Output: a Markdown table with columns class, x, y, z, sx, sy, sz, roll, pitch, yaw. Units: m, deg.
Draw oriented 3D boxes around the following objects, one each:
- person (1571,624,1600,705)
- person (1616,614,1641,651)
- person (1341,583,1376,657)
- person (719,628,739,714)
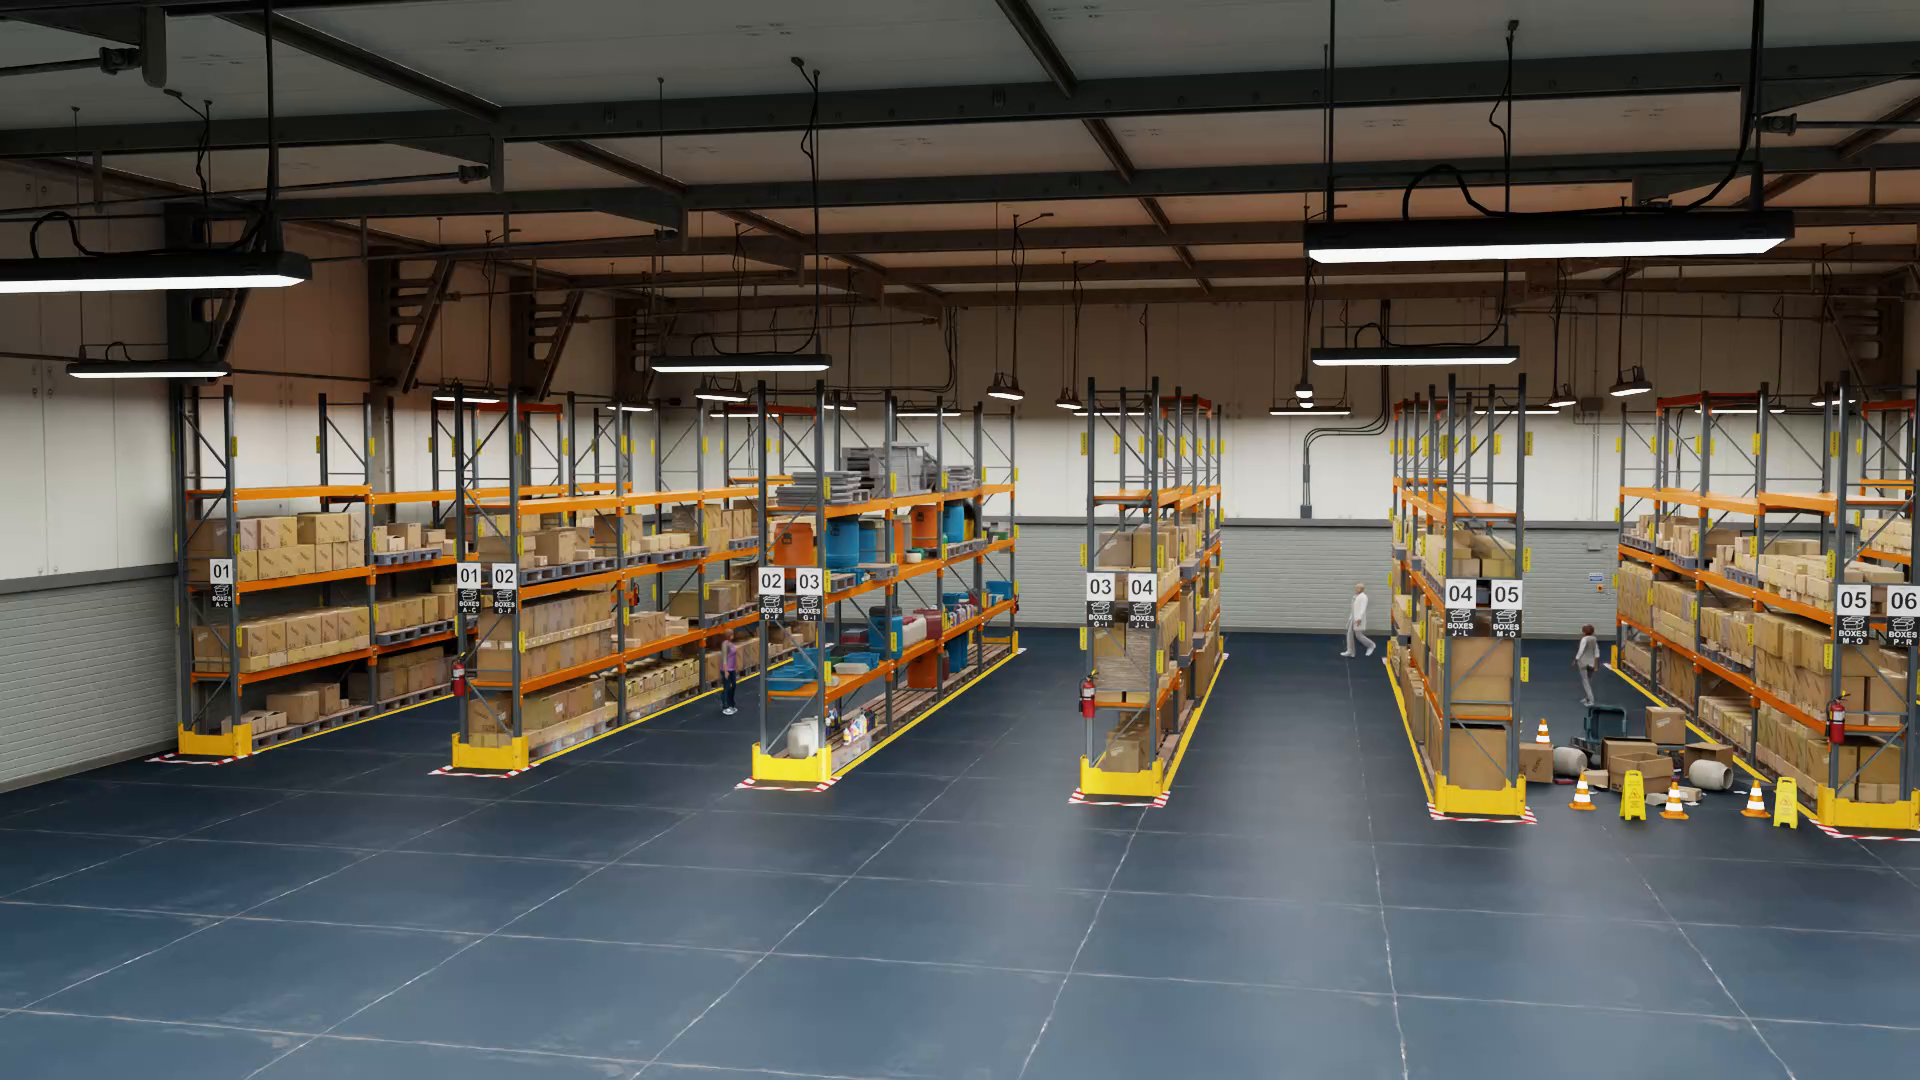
| class | x | y | z | sx | sy | sz | roll | pitch | yaw |
| --- | --- | --- | --- | --- | --- | --- | --- | --- | --- |
| person | 12.085 | 2.403 | 32.110 | 0.501 | 1.578 | 0.841 | 0 | 3 | -1 |
| person | 15.580 | 1.964 | 38.692 | 0.604 | 1.788 | 0.447 | 1 | 4 | 25 |
| person | 9.468 | 1.911 | 39.442 | 0.851 | 1.743 | 0.577 | -1 | 3 | -19 |
| person | -4.356 | 2.487 | 31.260 | 0.332 | 1.660 | 0.499 | 1 | 3 | 14 |
